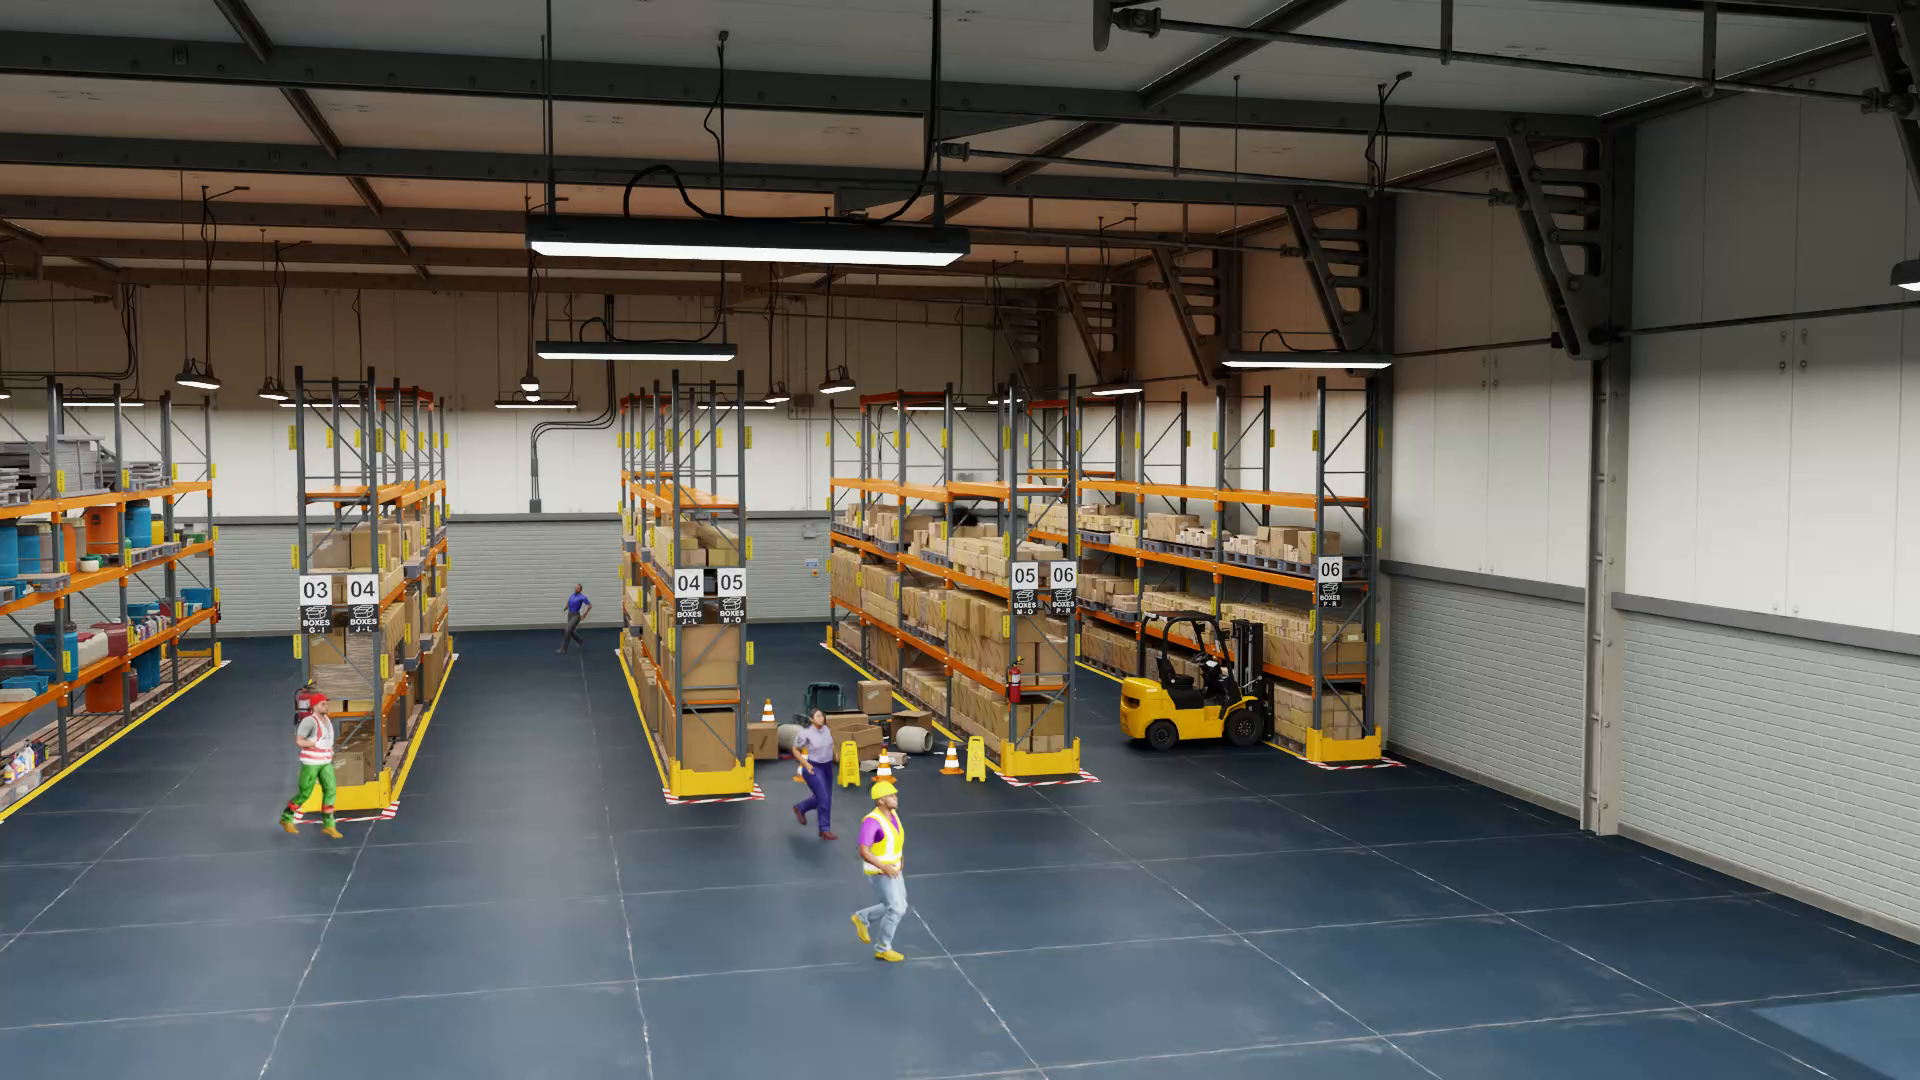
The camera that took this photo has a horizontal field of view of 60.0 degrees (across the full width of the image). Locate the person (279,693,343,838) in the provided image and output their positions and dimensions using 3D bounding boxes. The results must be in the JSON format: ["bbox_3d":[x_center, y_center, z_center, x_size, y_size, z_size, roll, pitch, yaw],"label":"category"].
[{"bbox_3d":[-8.153,2.840,21.040,0.890,1.803,0.661,1,4,20],"label":"person"}]

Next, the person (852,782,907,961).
[{"bbox_3d":[-0.800,3.182,16.096,0.602,1.720,0.733,1,4,18],"label":"person"}]

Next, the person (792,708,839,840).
[{"bbox_3d":[-1.832,2.942,21.091,0.776,1.648,0.601,3,4,38],"label":"person"}]

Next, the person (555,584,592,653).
[{"bbox_3d":[-9.105,1.846,39.208,0.636,1.606,0.873,3,5,41],"label":"person"}]
